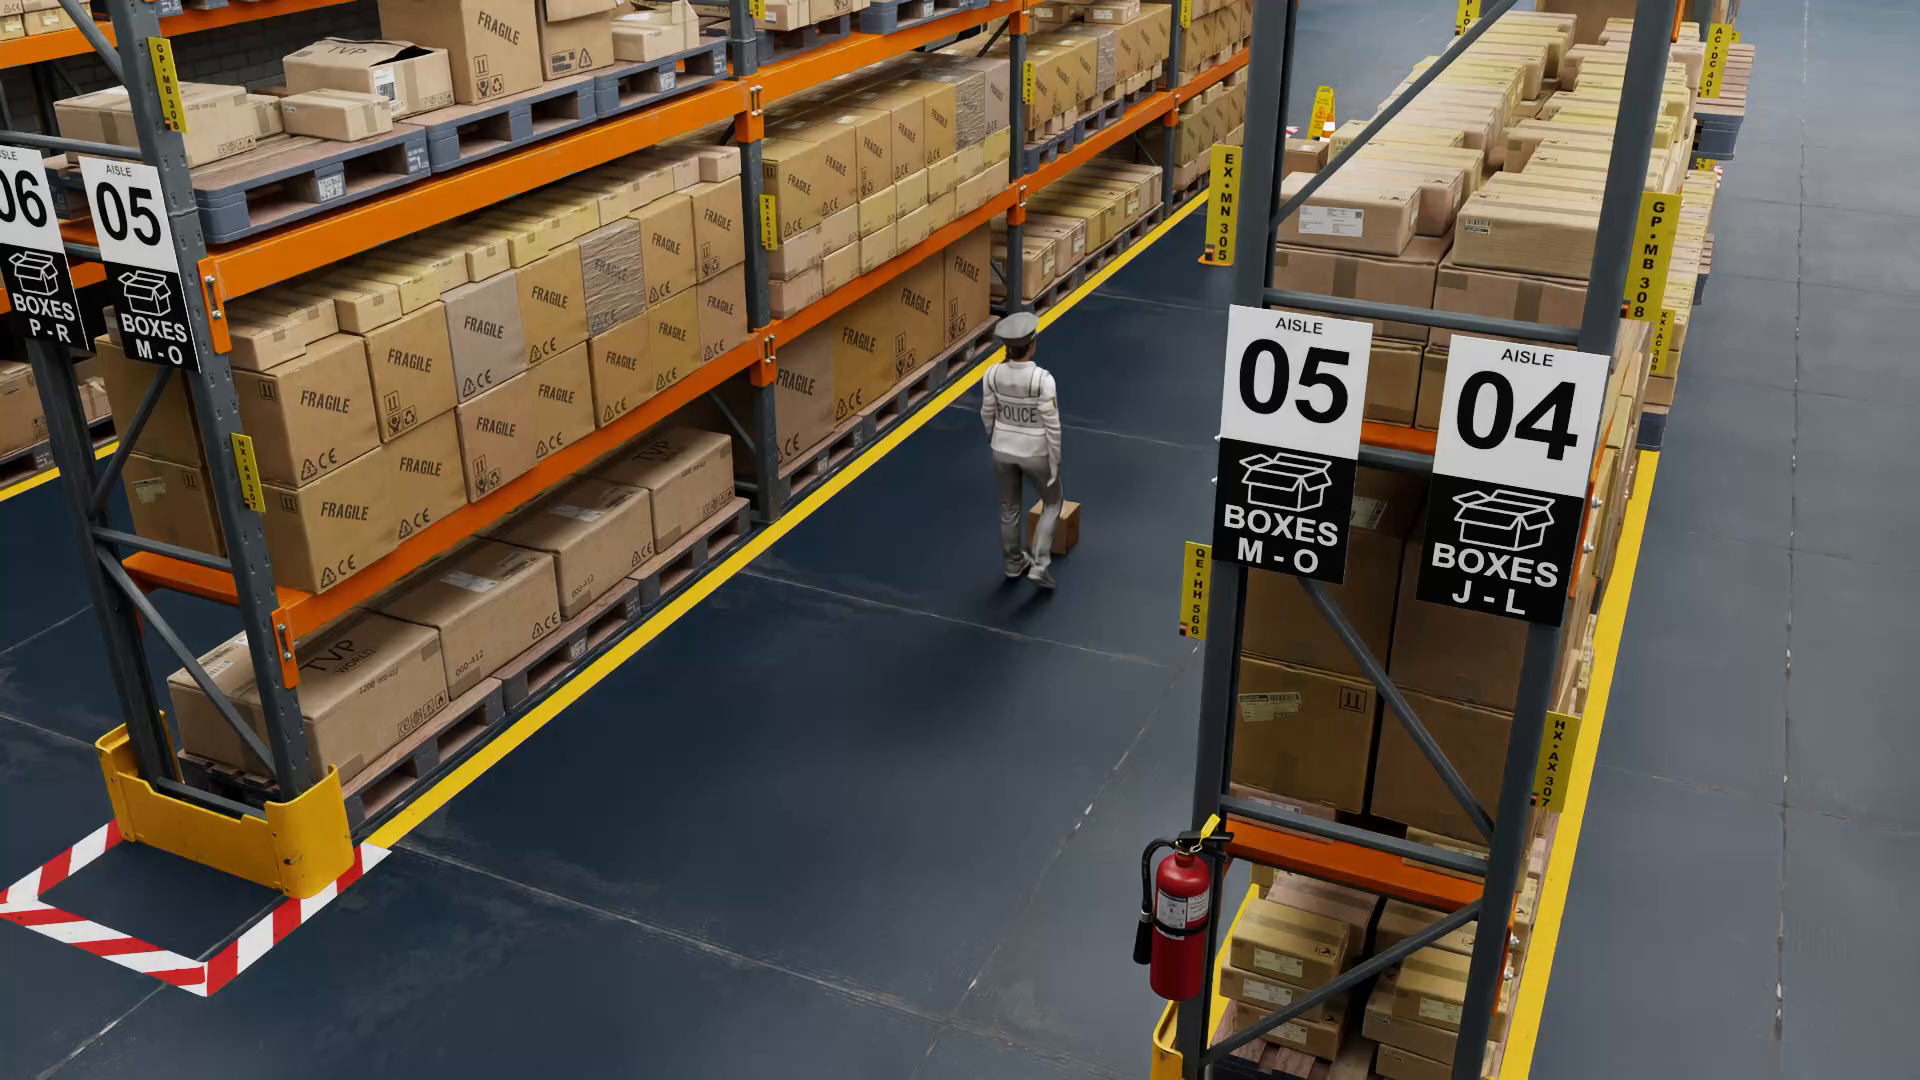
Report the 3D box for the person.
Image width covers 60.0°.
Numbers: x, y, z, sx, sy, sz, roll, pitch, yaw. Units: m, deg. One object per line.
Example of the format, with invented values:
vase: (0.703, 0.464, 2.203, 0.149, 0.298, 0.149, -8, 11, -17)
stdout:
person: (0.377, -0.510, 9.611, 0.508, 1.702, 0.490, 10, 28, 19)
